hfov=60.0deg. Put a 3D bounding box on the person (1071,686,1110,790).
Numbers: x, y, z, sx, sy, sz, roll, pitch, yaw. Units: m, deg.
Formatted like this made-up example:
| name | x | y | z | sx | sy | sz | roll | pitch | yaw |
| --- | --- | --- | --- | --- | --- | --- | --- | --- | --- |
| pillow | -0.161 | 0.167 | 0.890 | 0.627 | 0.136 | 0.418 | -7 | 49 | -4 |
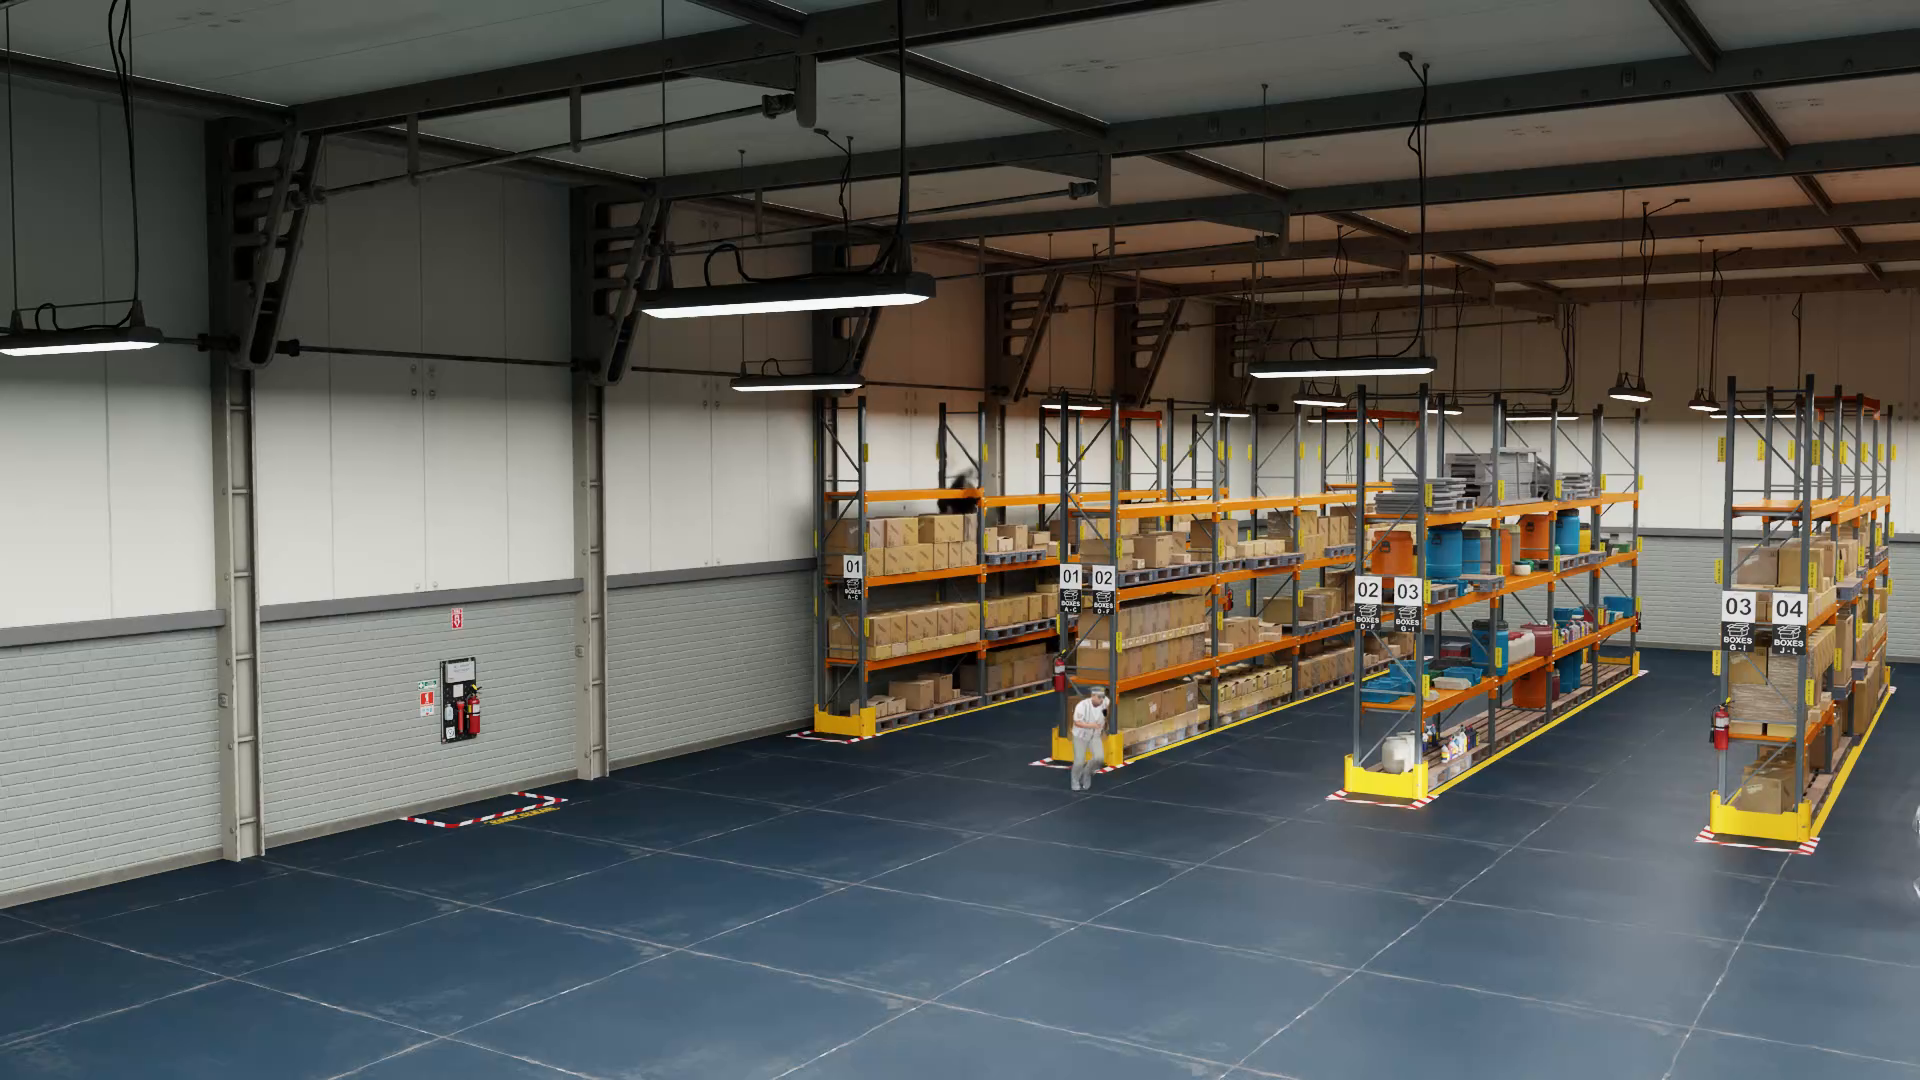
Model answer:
| name | x | y | z | sx | sy | sz | roll | pitch | yaw |
| --- | --- | --- | --- | --- | --- | --- | --- | --- | --- |
| person | 1.940 | 2.911 | 24.505 | 0.697 | 1.595 | 0.955 | -1 | 3 | -24 |
